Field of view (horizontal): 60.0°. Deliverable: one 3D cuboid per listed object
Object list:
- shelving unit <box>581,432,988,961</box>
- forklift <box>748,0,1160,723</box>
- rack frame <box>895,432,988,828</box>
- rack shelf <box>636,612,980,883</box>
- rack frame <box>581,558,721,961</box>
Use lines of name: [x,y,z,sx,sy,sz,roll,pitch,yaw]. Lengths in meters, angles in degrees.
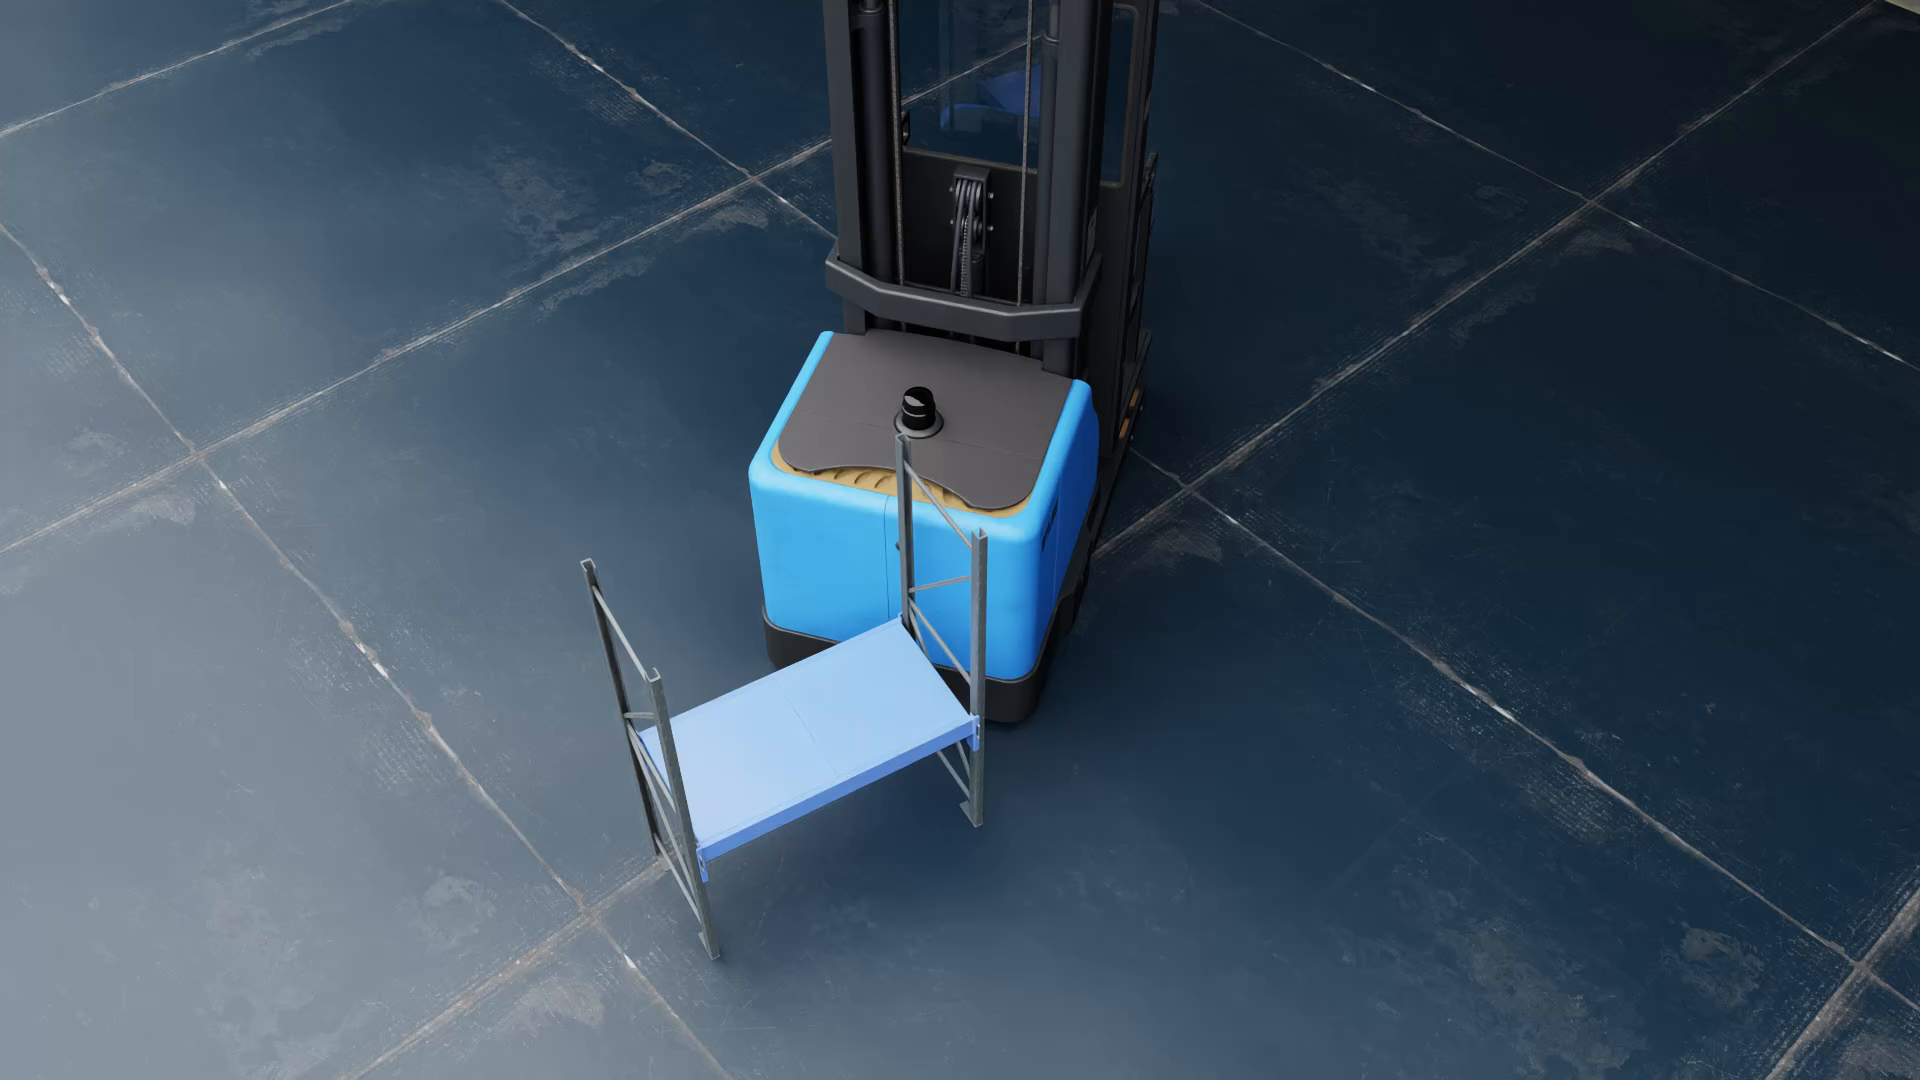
shelving unit: [-0.497,0.533,5.291,1.048,1.500,0.538,-23,51,-20]
forklift: [0.176,-1.432,6.131,1.130,2.935,3.031,12,48,11]
rack frame: [-0.059,0.344,5.465,0.032,1.500,0.500,-23,51,-20]
rack shelf: [-0.497,0.655,5.423,1.000,0.185,0.538,-23,51,-20]
rack frame: [-0.935,0.723,5.116,0.032,1.500,0.500,-23,51,-20]
